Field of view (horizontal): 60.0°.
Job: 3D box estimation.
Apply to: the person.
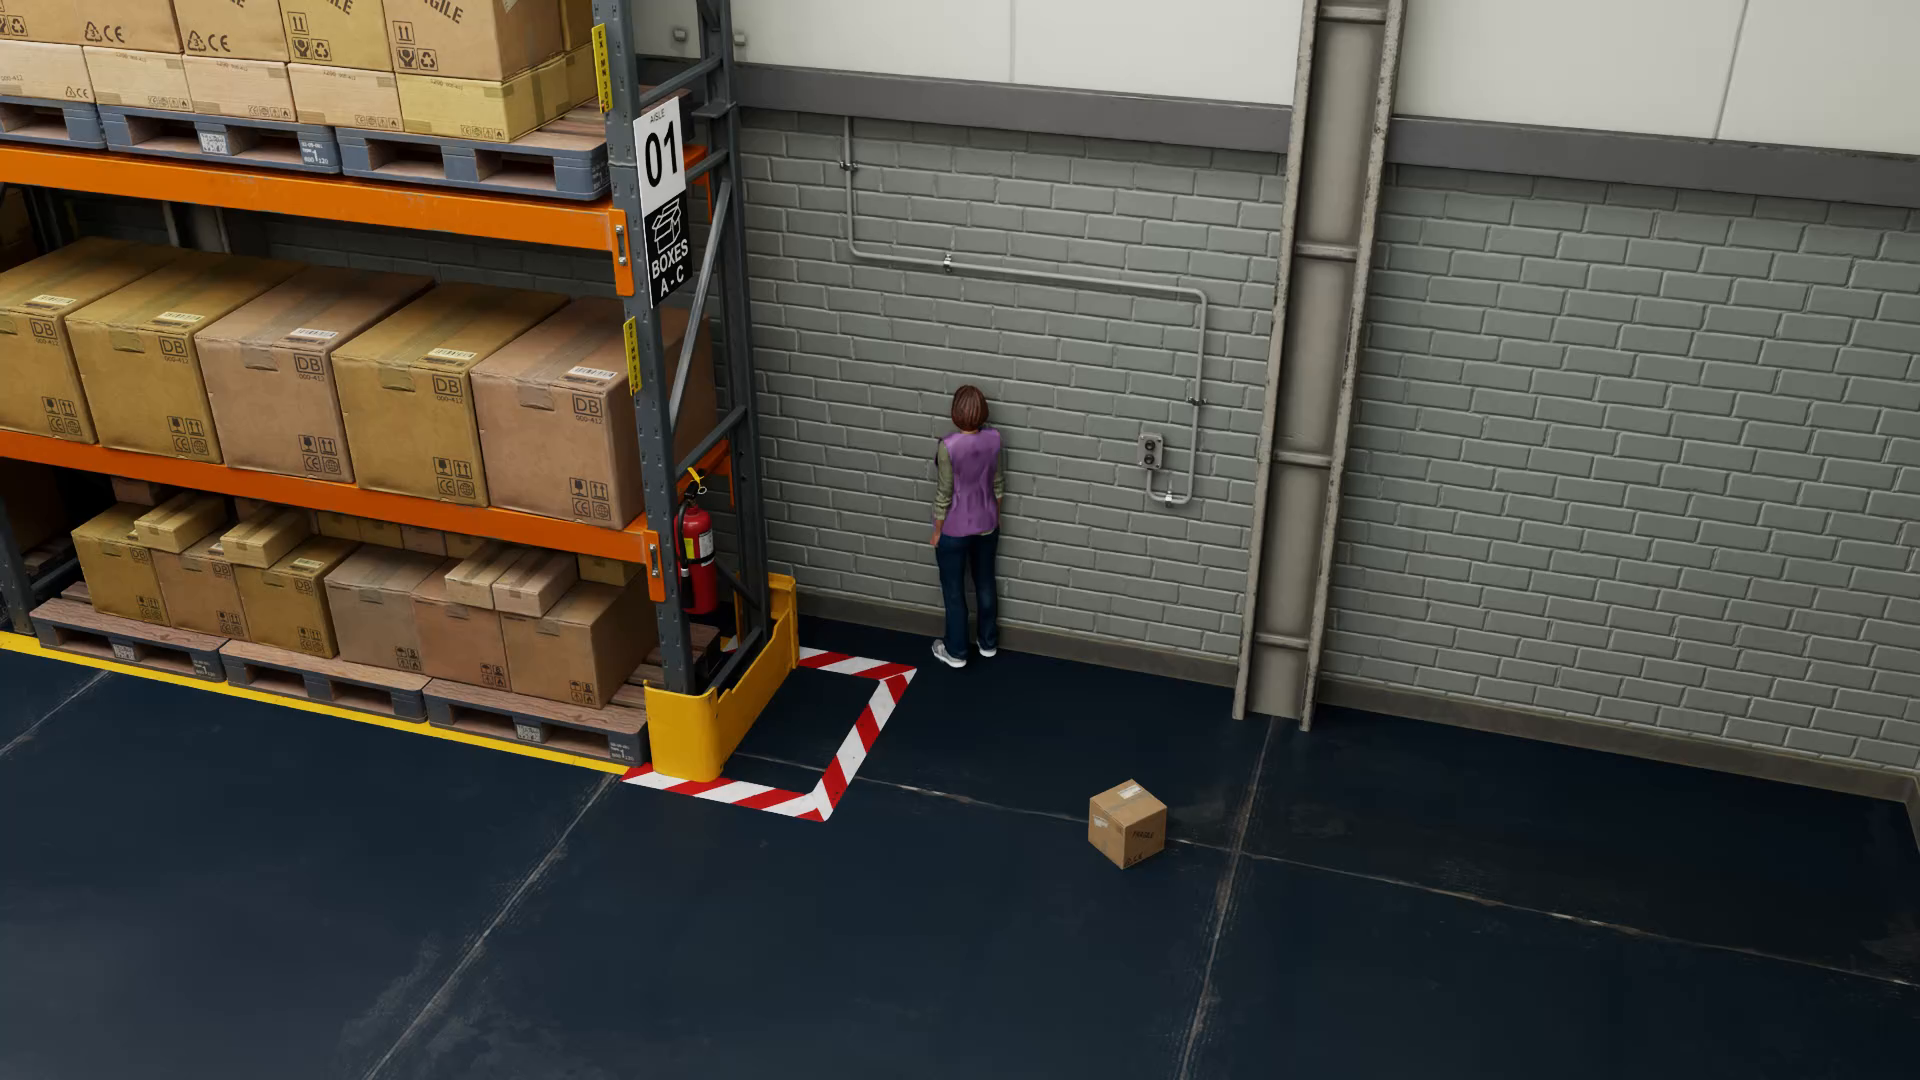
[{"bbox_3d":[0.032,-0.075,8.629,0.410,1.604,0.319,-13,32,-22],"label":"person"}]
